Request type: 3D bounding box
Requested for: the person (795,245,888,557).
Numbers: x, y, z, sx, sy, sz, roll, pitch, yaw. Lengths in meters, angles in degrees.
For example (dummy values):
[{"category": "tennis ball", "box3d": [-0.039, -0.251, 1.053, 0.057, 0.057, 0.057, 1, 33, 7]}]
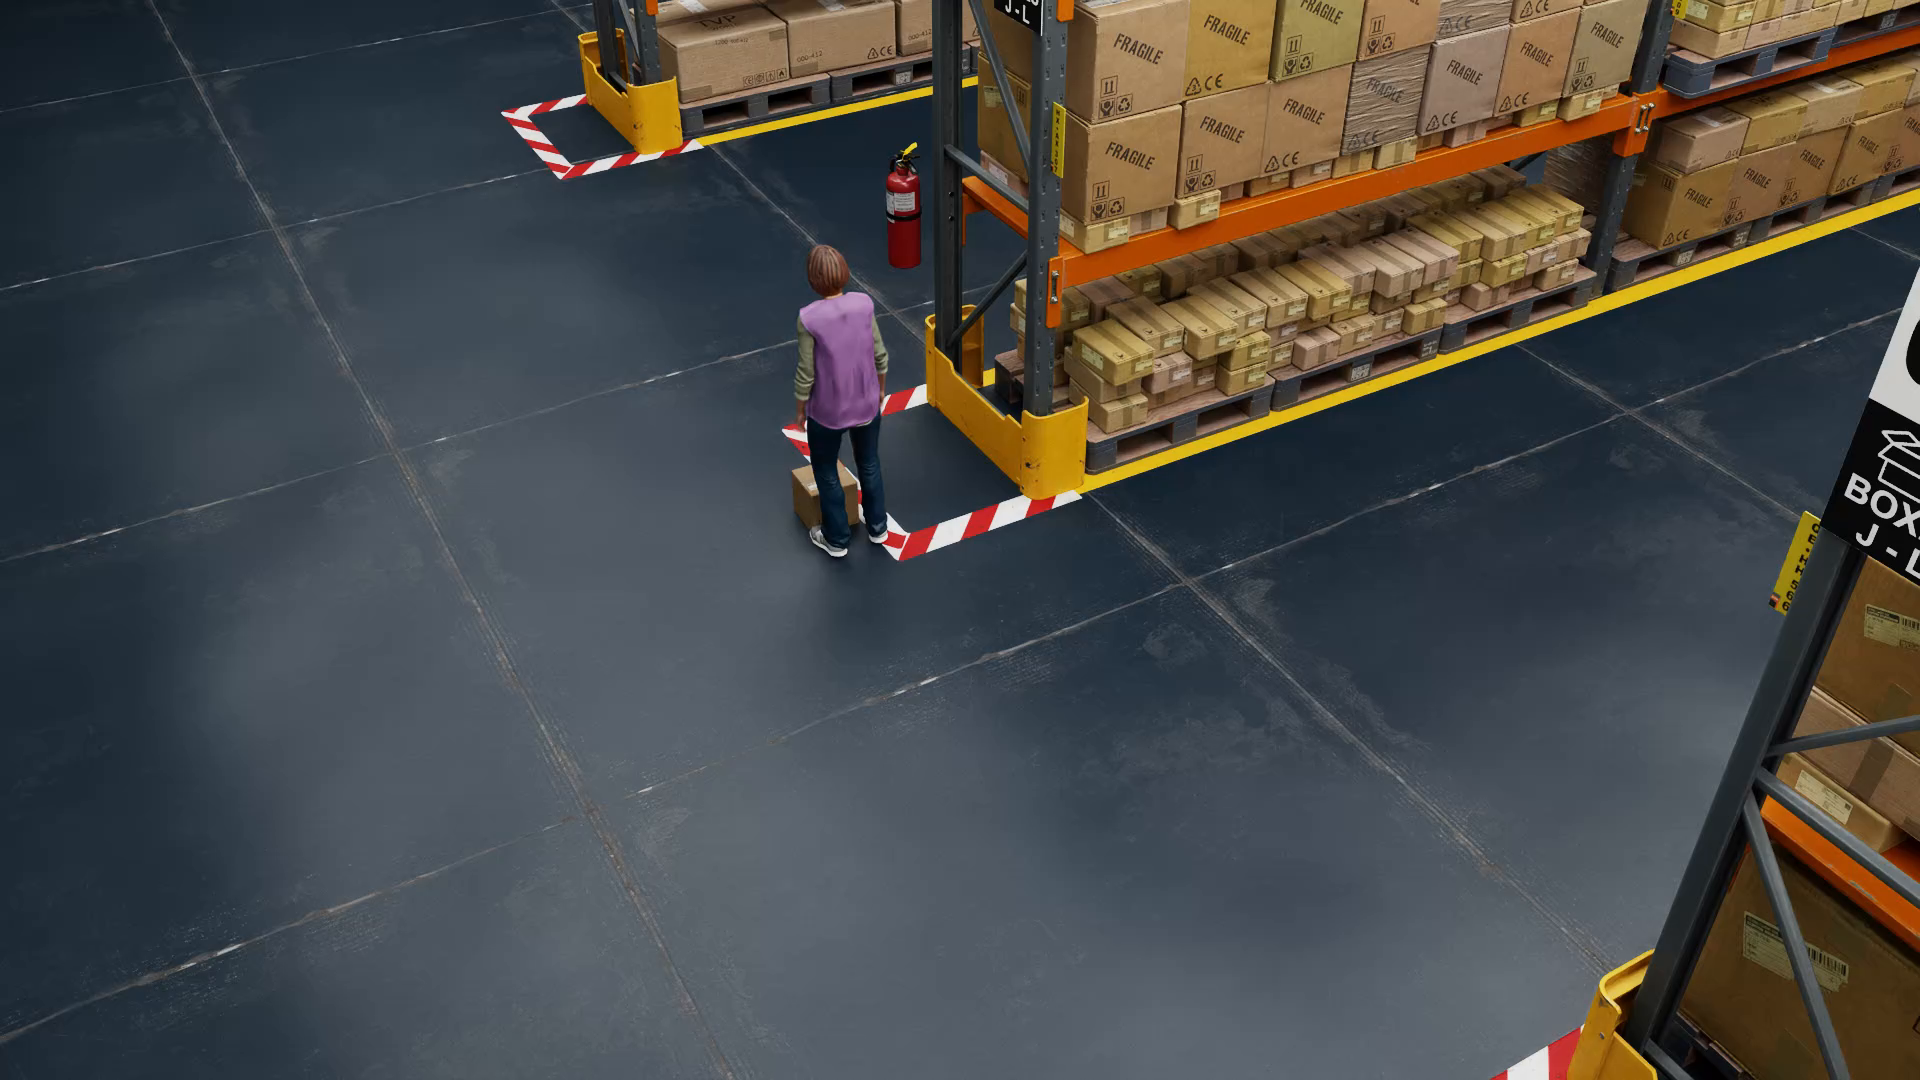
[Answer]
[{"category": "person", "box3d": [-0.551, -0.621, 7.749, 0.459, 1.593, 0.348, -17, 40, -21]}]
